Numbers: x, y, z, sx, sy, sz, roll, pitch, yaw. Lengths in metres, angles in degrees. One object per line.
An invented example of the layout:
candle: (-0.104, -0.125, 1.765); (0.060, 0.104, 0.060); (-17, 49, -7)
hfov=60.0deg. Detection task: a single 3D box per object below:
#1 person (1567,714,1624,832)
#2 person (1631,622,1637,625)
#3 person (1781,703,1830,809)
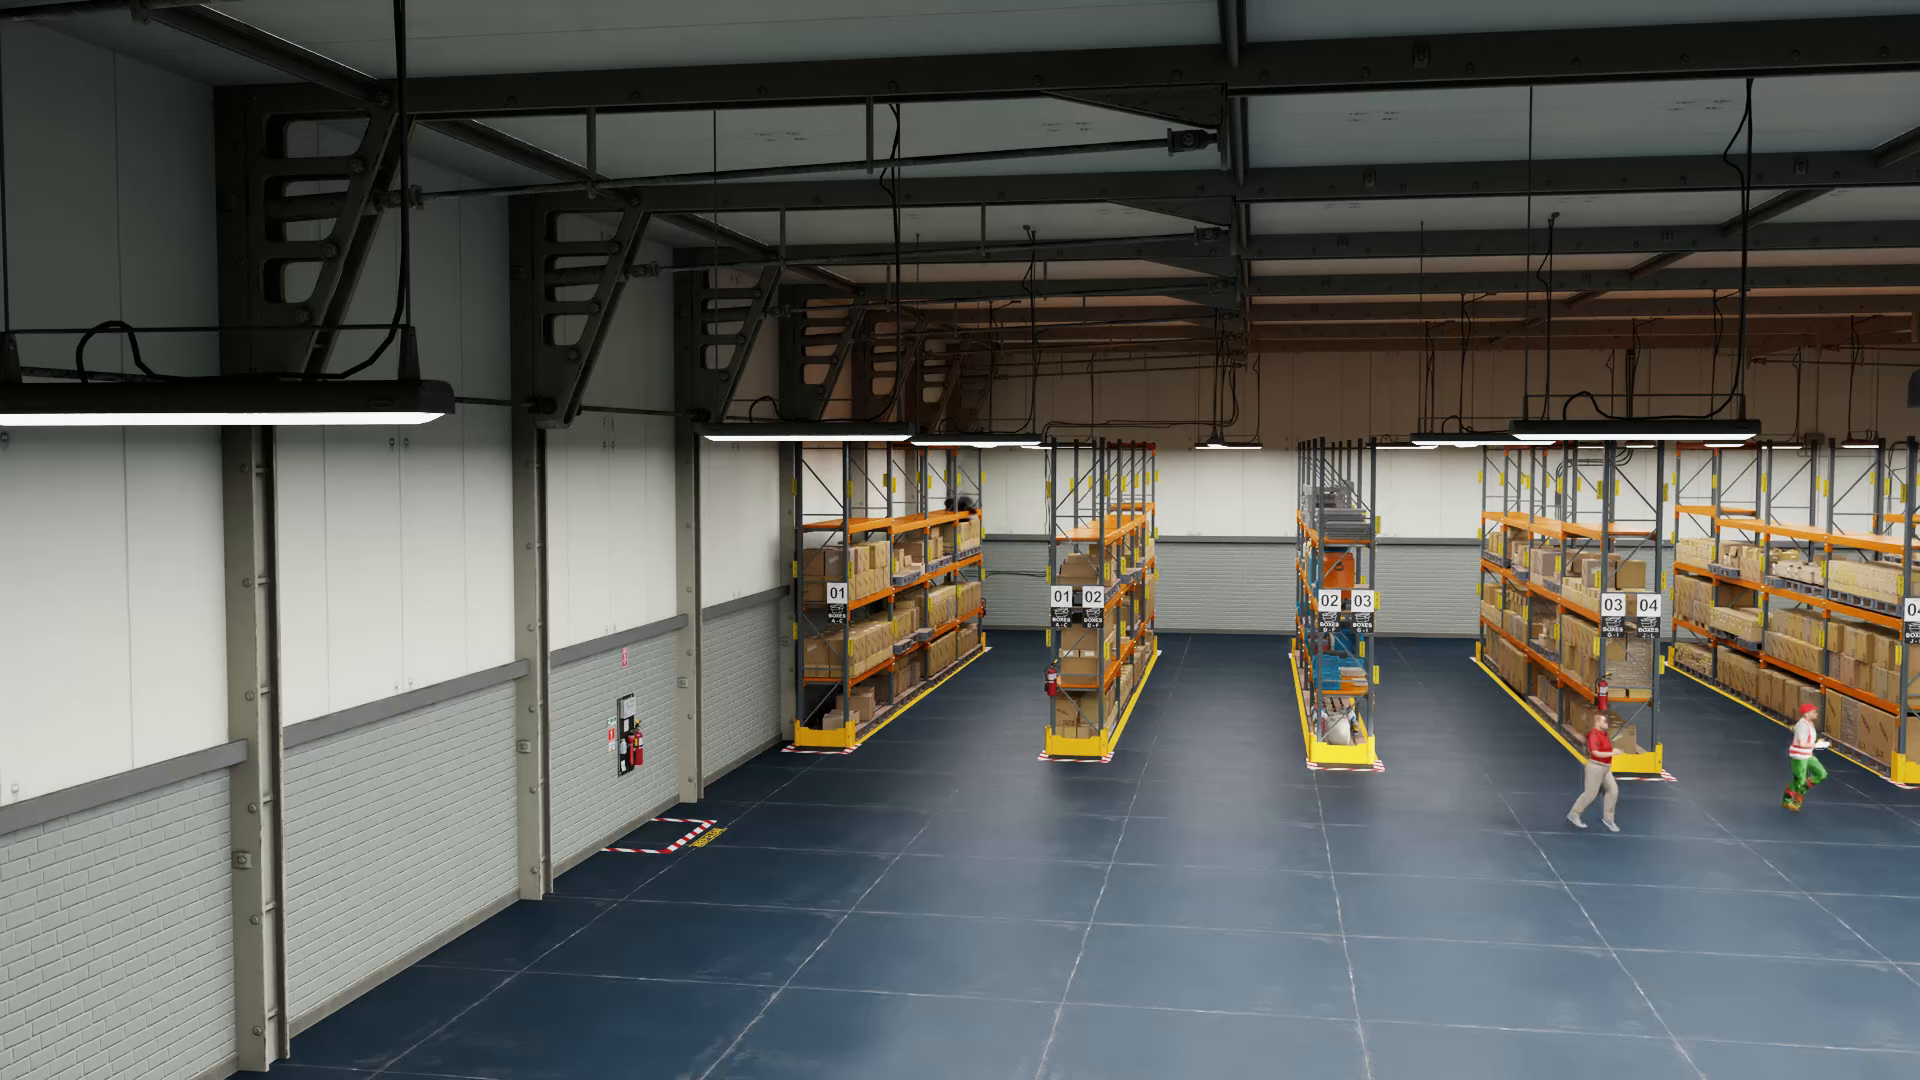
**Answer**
person: (9.625, 3.532, 25.146); (0.811, 1.806, 0.678); (2, 4, 37)
person: (17.613, 2.536, 43.645); (0.719, 1.785, 0.952); (1, 3, 18)
person: (13.427, 3.440, 26.372); (0.738, 1.727, 0.706); (3, 4, 44)
